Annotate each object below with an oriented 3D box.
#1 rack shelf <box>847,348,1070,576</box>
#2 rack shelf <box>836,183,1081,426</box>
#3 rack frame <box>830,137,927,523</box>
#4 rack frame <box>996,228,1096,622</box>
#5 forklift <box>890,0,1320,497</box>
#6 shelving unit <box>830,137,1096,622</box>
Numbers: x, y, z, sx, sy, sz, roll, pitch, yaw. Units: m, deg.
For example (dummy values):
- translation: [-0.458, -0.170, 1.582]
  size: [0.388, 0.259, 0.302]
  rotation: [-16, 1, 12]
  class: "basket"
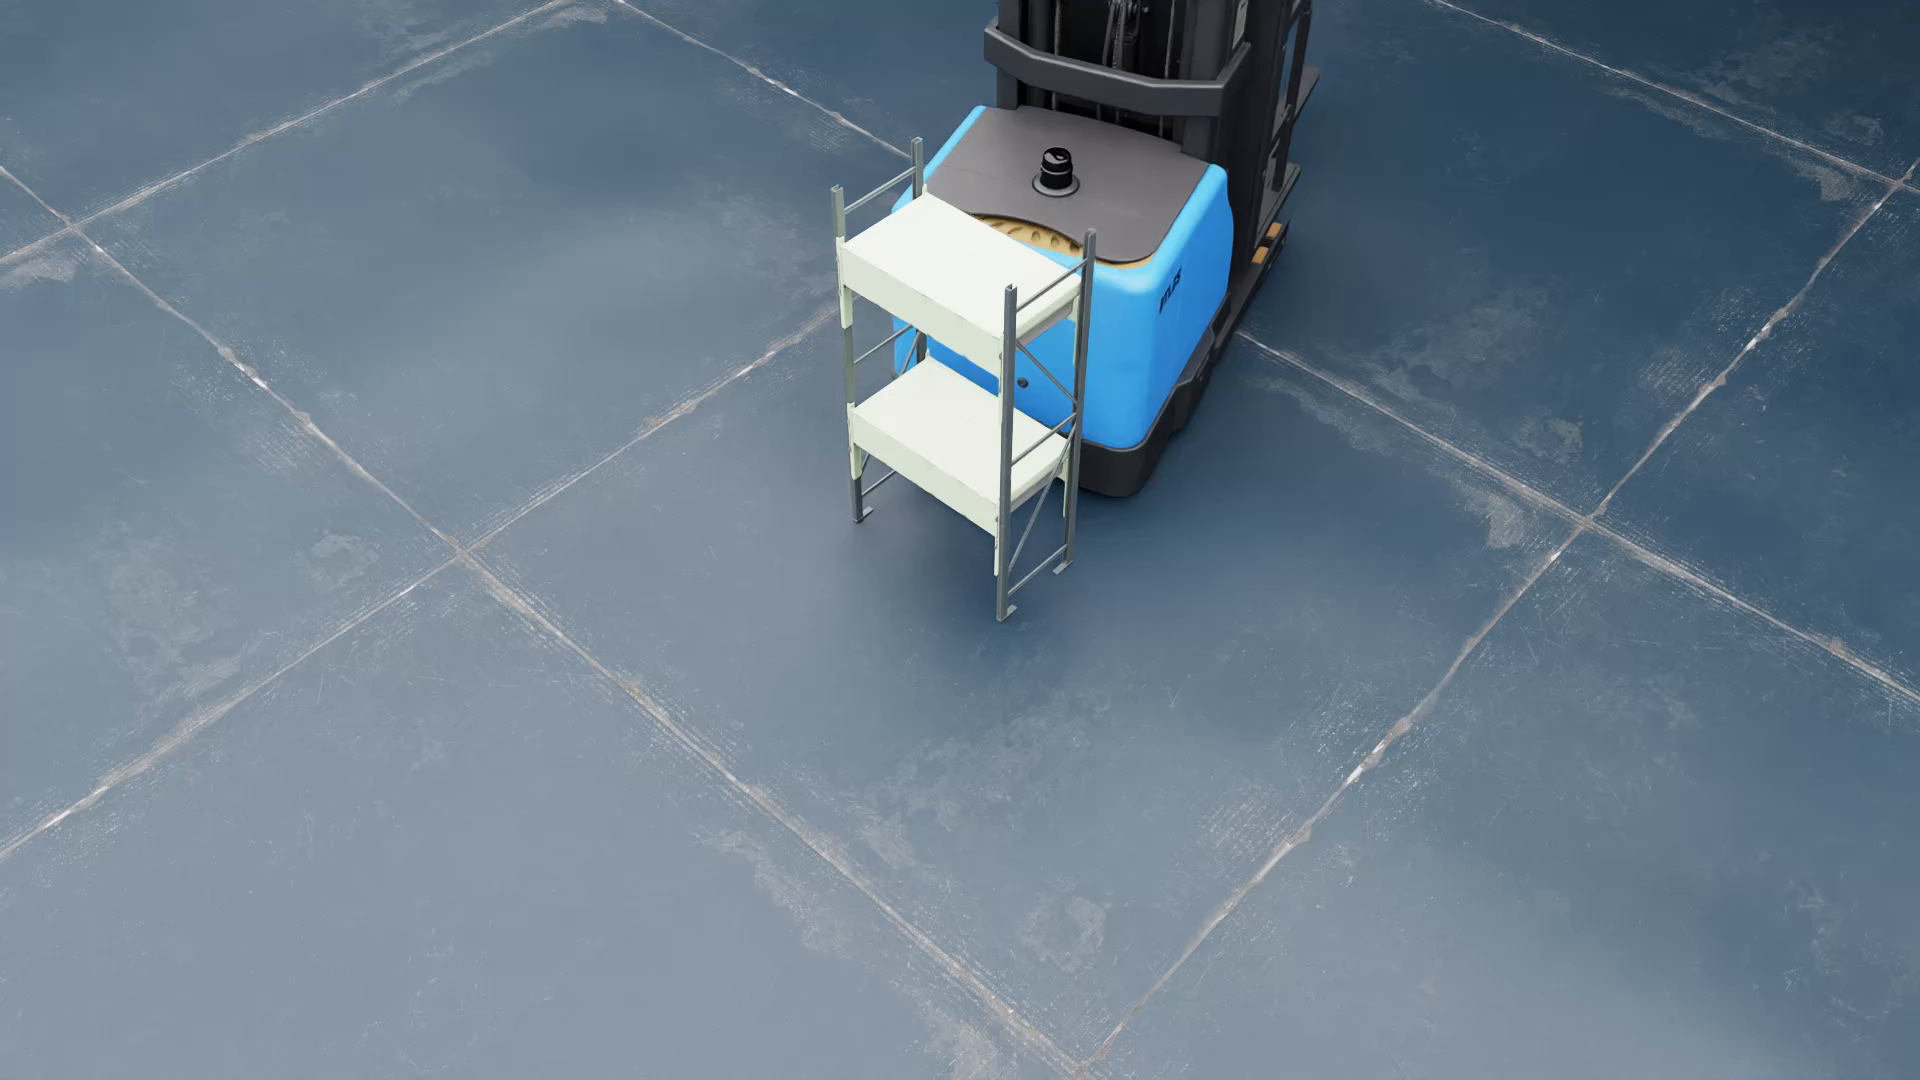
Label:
- translation: [0.005, -0.287, 5.938]
  size: [0.720, 0.370, 0.431]
  rotation: [34, 55, 28]
  class: "rack shelf"
- translation: [0.005, -0.777, 5.416]
  size: [0.720, 0.370, 0.431]
  rotation: [34, 55, 28]
  class: "rack shelf"
- translation: [-0.264, -0.691, 5.870]
  size: [0.023, 1.500, 0.400]
  rotation: [34, 55, 28]
  class: "rack frame"
- translation: [0.274, -0.329, 5.530]
  size: [0.023, 1.500, 0.400]
  rotation: [34, 55, 28]
  class: "rack frame"
- translation: [0.811, -2.254, 6.355]
  size: [1.130, 2.935, 3.031]
  rotation: [19, 50, 17]
  class: "forklift"
- translation: [0.005, -0.510, 5.700]
  size: [0.755, 1.500, 0.431]
  rotation: [34, 55, 28]
  class: "shelving unit"
